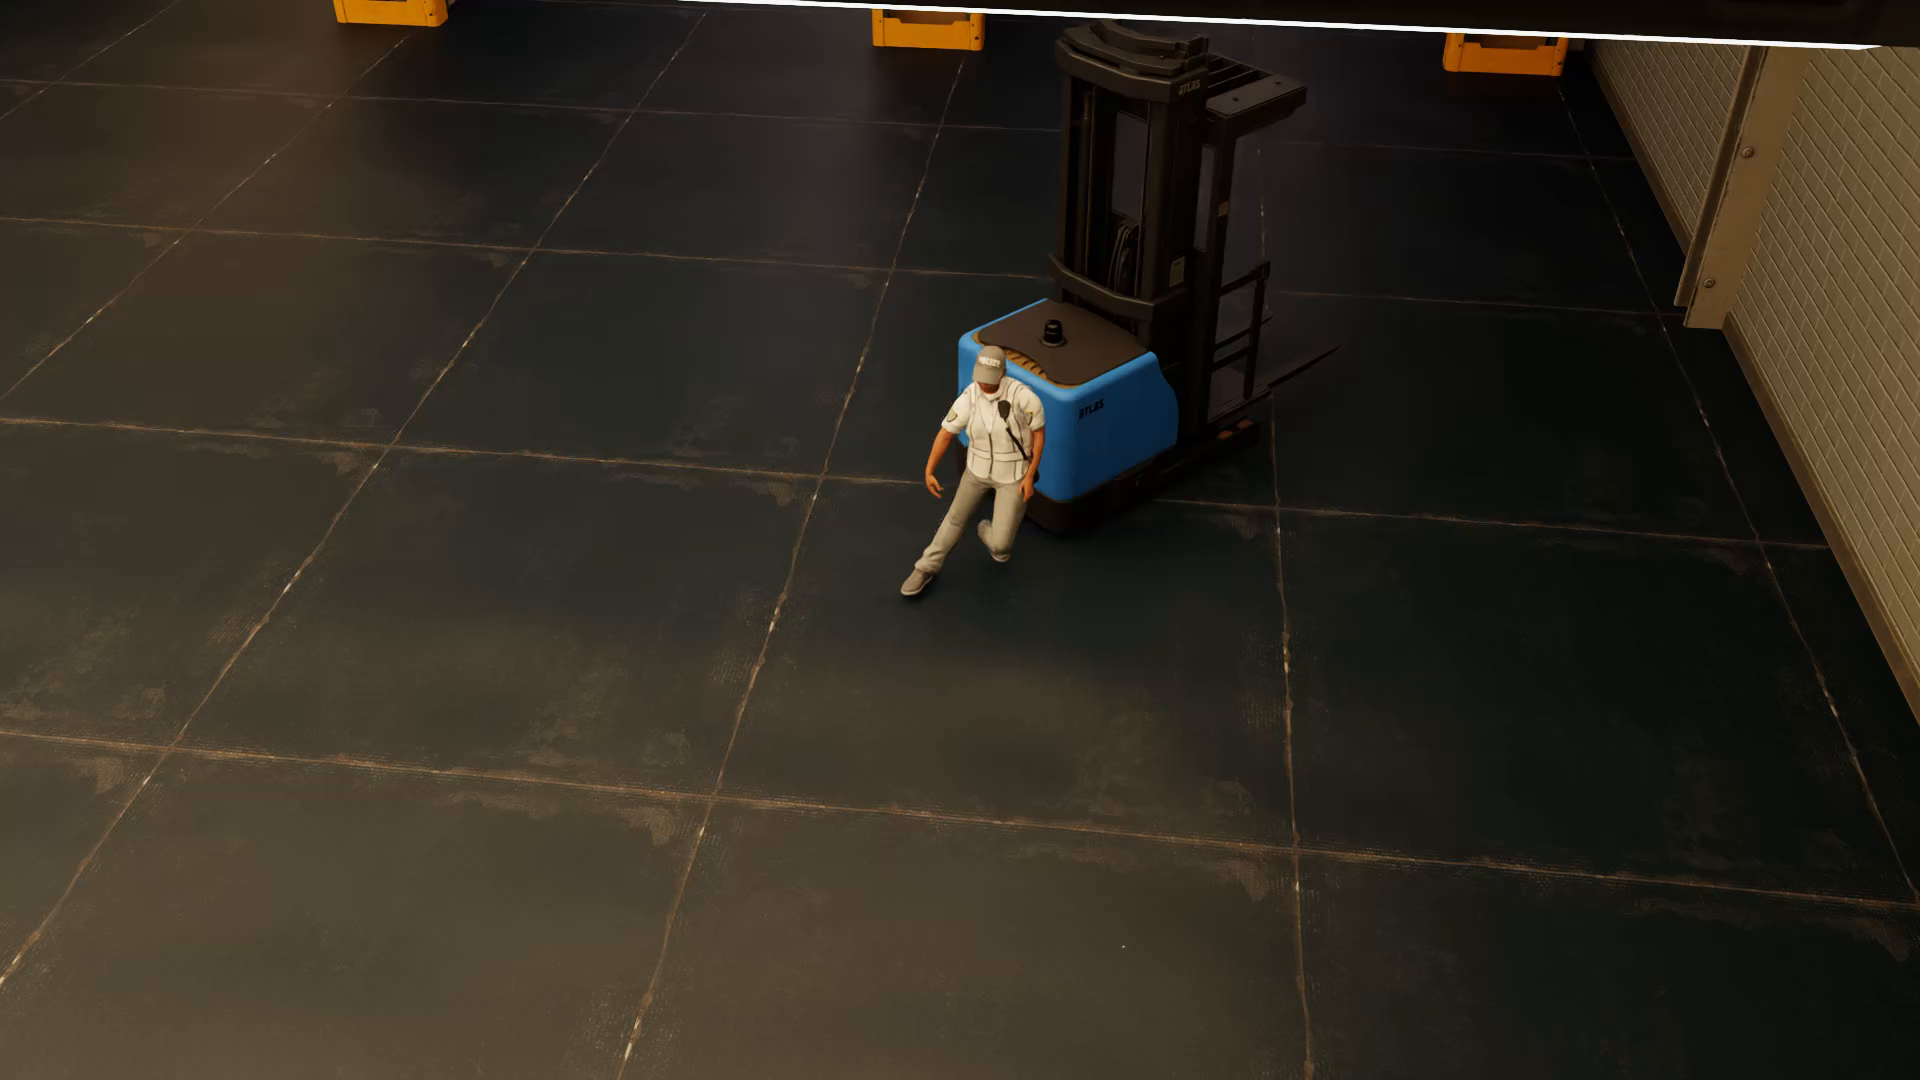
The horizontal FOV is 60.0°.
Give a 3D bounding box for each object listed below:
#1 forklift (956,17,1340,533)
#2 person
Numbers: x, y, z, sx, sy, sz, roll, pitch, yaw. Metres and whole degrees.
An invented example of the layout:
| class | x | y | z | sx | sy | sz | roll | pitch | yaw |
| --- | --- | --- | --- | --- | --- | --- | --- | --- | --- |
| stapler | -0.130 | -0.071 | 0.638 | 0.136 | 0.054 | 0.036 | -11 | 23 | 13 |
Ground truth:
| class | x | y | z | sx | sy | sz | roll | pitch | yaw |
| --- | --- | --- | --- | --- | --- | --- | --- | --- | --- |
| forklift | 1.408 | -1.968 | 10.699 | 3.031 | 2.935 | 1.130 | -28 | 45 | -33 |
| person | 0.082 | -0.361 | 9.653 | 0.700 | 1.554 | 0.693 | 16 | 39 | 21 |
